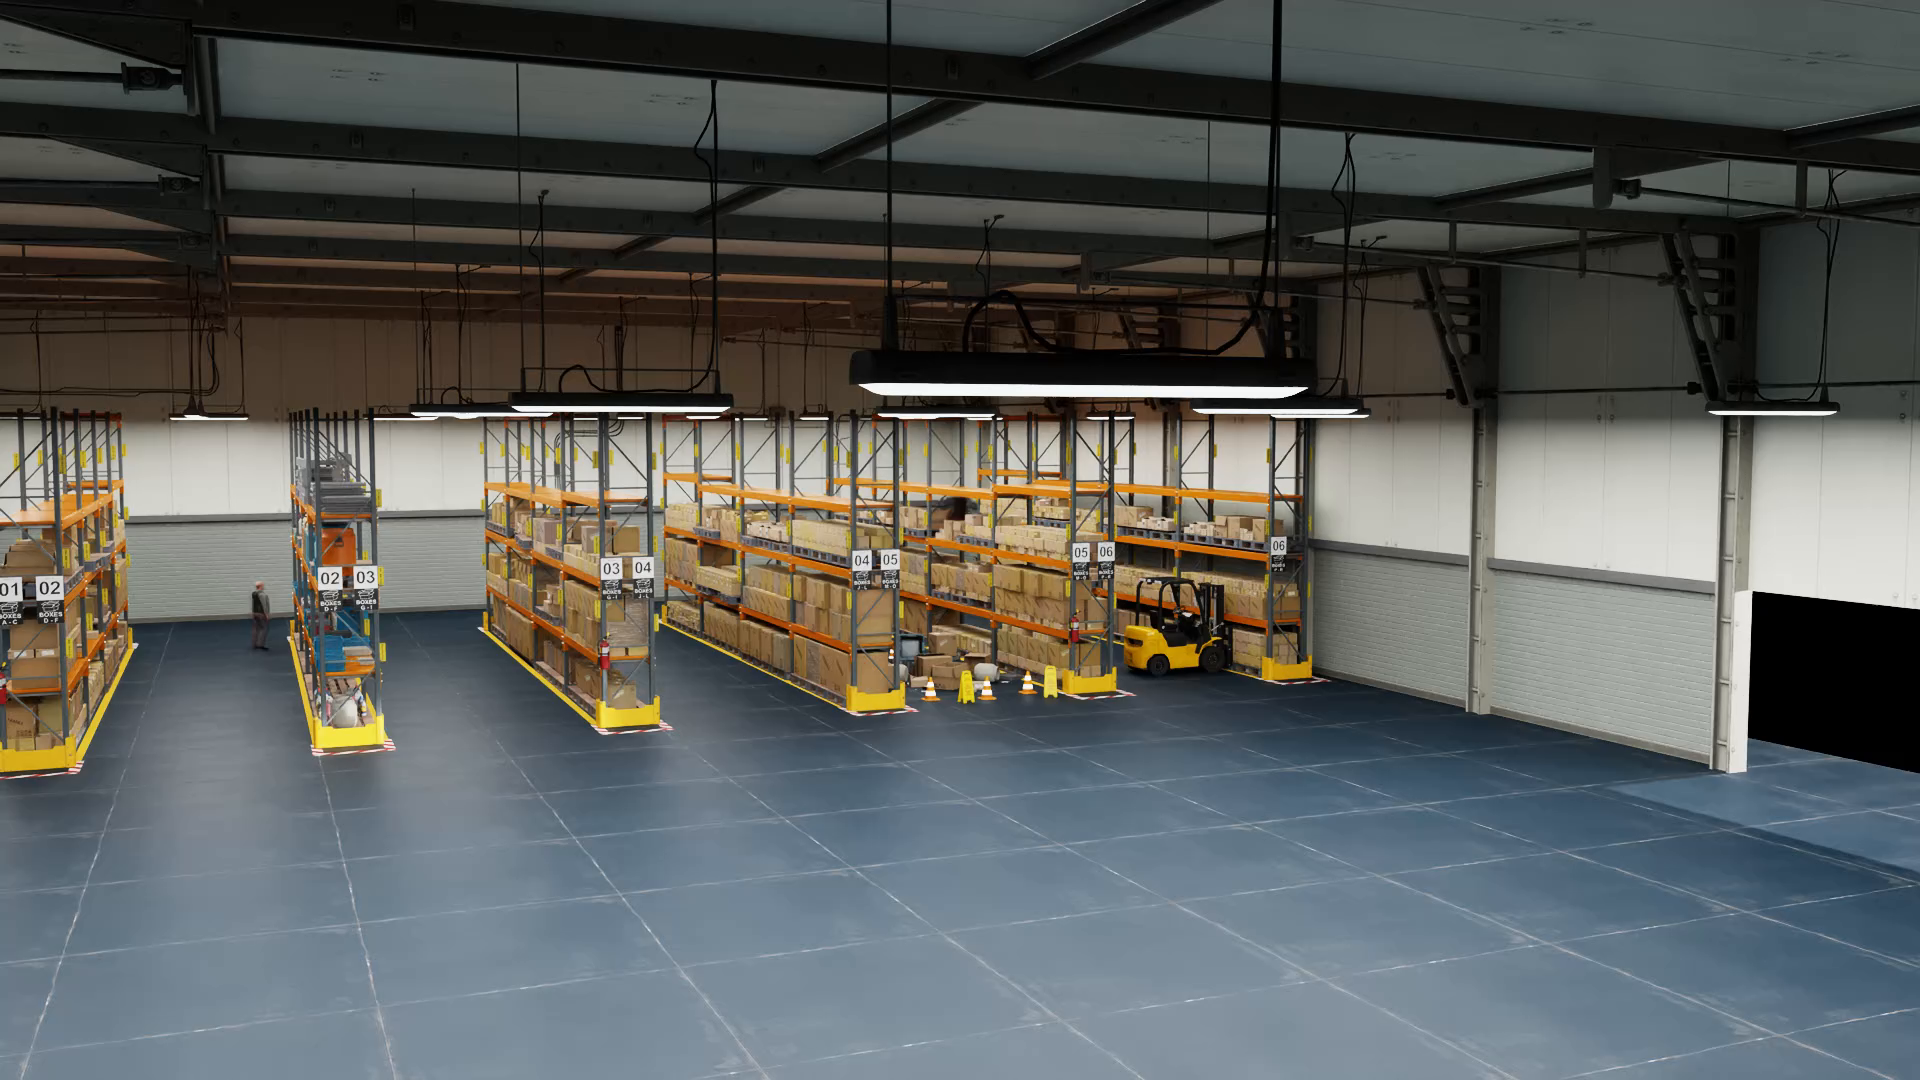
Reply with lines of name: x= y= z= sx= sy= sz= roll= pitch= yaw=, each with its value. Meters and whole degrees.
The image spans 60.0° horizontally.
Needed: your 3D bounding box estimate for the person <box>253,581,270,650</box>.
person: x=-17.714 y=1.917 z=42.151 sx=0.615 sy=1.755 sz=0.382 roll=3 pitch=5 yaw=38
